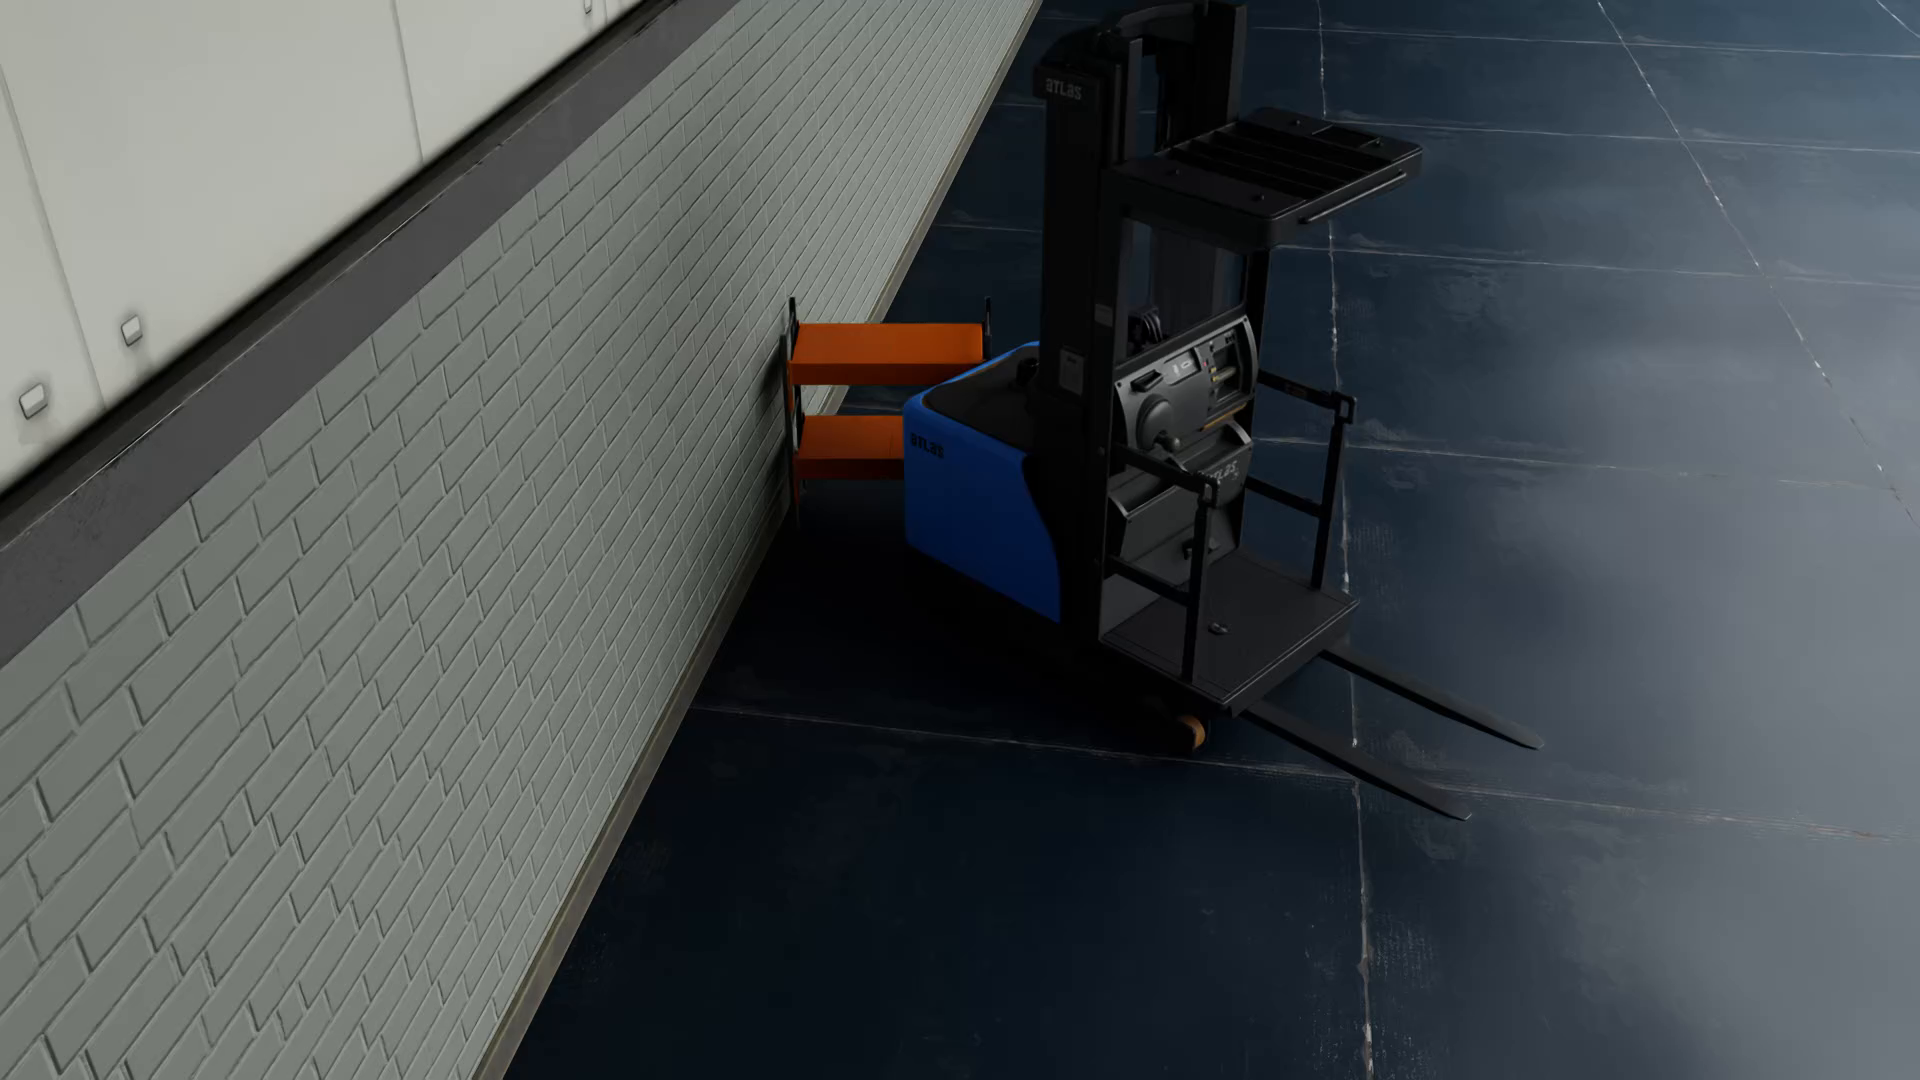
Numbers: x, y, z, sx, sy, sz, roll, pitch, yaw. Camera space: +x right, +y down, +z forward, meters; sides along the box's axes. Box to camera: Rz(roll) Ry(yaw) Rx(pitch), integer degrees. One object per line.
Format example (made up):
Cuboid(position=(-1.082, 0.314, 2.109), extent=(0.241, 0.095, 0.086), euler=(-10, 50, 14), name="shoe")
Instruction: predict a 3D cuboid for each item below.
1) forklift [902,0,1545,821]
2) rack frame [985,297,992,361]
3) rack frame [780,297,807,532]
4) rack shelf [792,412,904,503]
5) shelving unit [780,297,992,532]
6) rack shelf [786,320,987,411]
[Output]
Cuboid(position=(1.129, -0.628, 6.991), extent=(3.031, 2.935, 1.130), euler=(27, 41, 36), name="forklift")
Cuboid(position=(0.146, -0.653, 8.709), extent=(0.032, 1.125, 0.500), euler=(0, 31, 1), name="rack frame")
Cuboid(position=(-0.871, -0.653, 8.720), extent=(0.032, 1.125, 0.500), euler=(0, 31, 1), name="rack frame")
Cuboid(position=(-0.361, -0.442, 8.839), extent=(1.000, 0.278, 0.538), euler=(0, 31, 1), name="rack shelf")
Cuboid(position=(-0.362, -0.653, 8.715), extent=(1.048, 1.125, 0.538), euler=(0, 31, 1), name="shelving unit")
Cuboid(position=(-0.364, -0.905, 8.566), extent=(1.000, 0.278, 0.538), euler=(0, 31, 1), name="rack shelf")
